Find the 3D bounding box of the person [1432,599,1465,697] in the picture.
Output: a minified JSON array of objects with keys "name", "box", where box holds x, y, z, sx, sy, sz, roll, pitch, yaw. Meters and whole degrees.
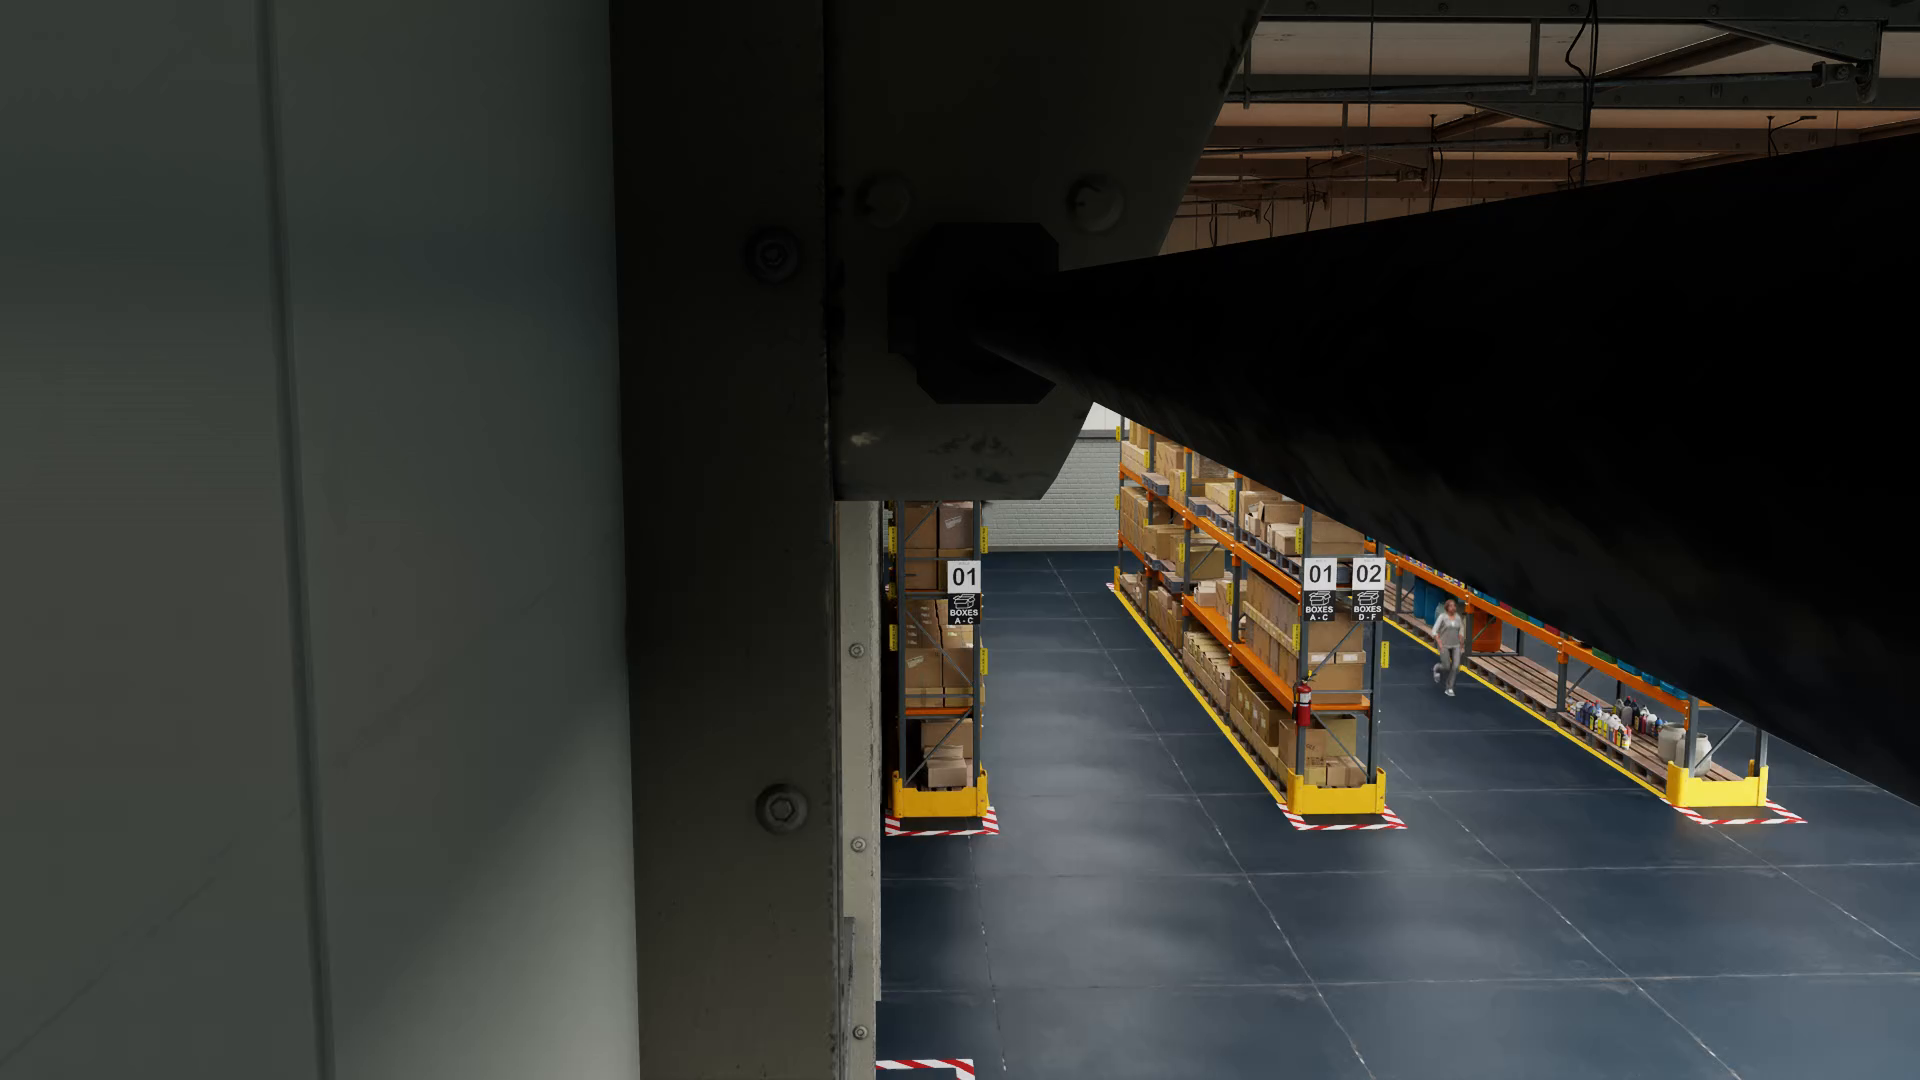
[{"name":"person","box":[7.891,1.723,26.838,0.531,1.553,0.519,-1,8,-5]}]
